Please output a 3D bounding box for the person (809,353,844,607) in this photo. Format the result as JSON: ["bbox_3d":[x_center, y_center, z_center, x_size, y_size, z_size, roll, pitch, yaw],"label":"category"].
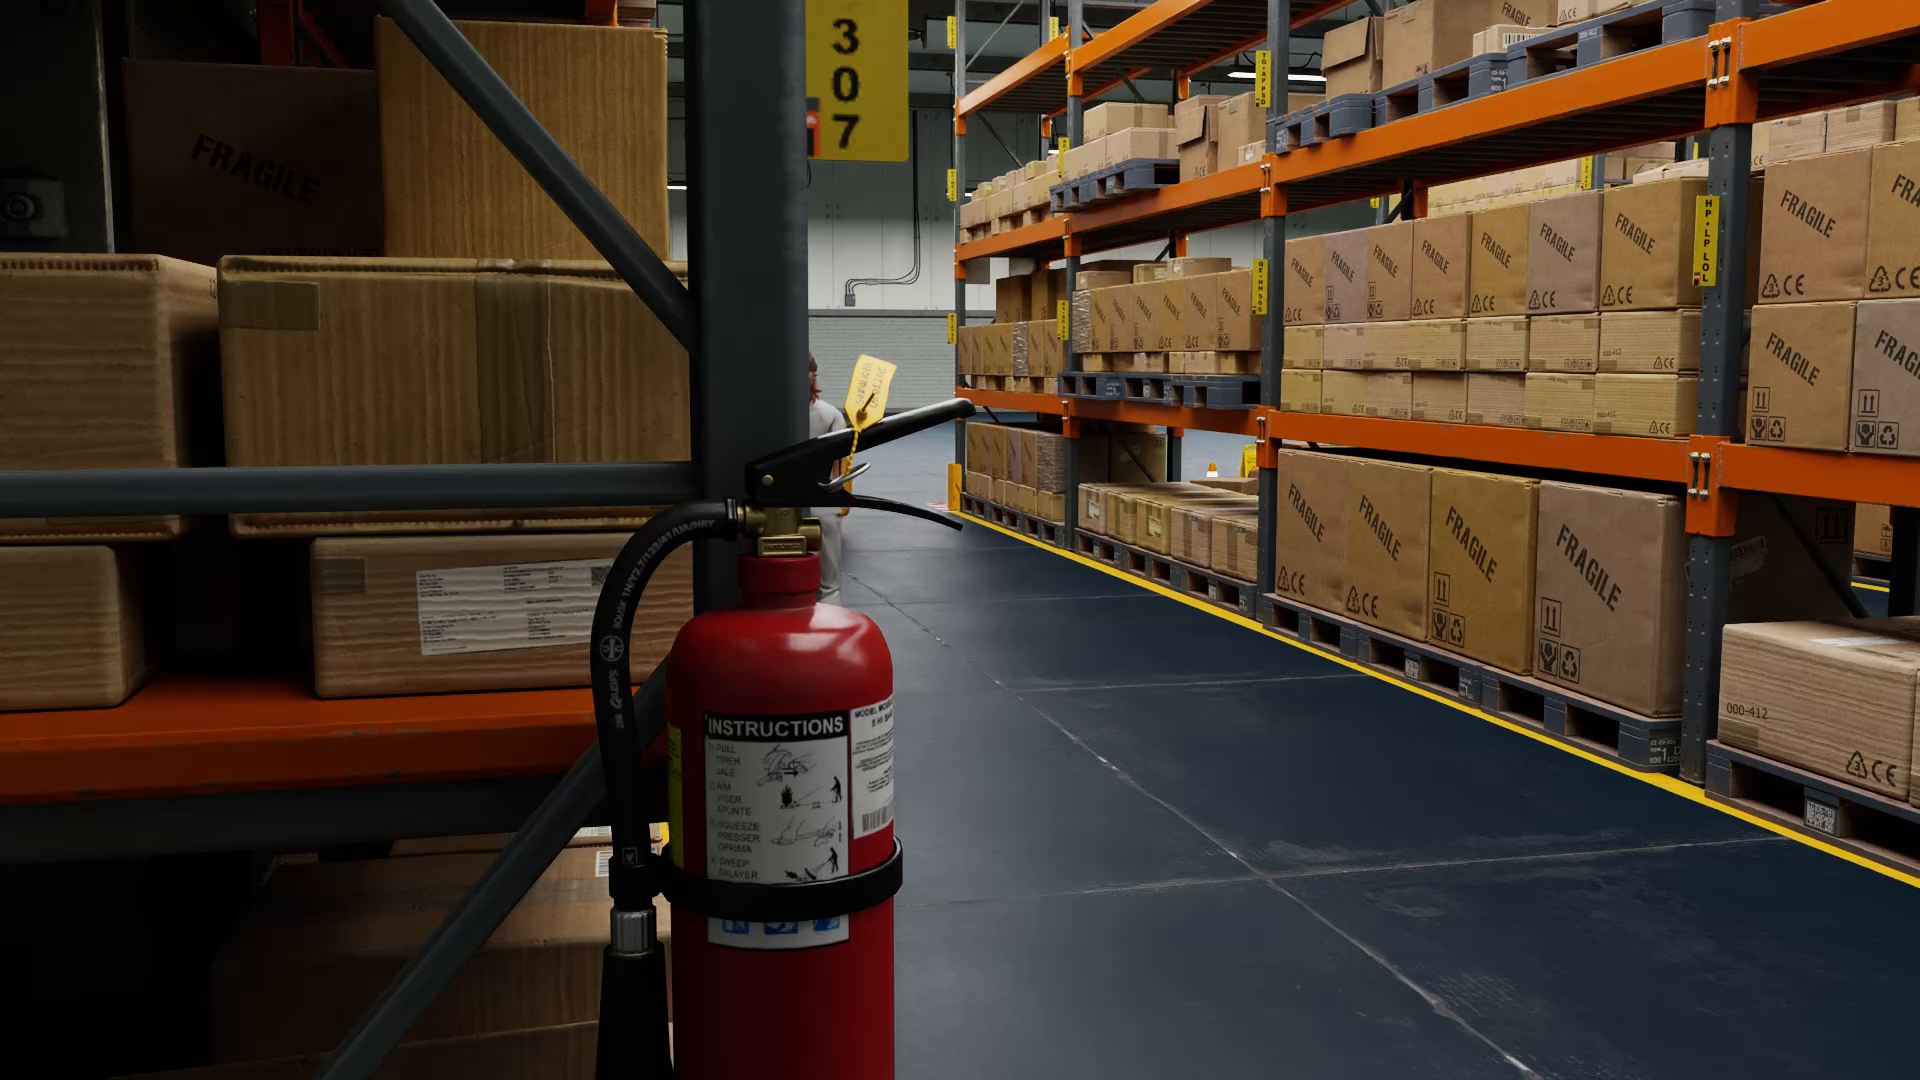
[{"bbox_3d":[-0.772,-0.092,8.065,0.445,1.669,0.355,-1,6,-13],"label":"person"}]
